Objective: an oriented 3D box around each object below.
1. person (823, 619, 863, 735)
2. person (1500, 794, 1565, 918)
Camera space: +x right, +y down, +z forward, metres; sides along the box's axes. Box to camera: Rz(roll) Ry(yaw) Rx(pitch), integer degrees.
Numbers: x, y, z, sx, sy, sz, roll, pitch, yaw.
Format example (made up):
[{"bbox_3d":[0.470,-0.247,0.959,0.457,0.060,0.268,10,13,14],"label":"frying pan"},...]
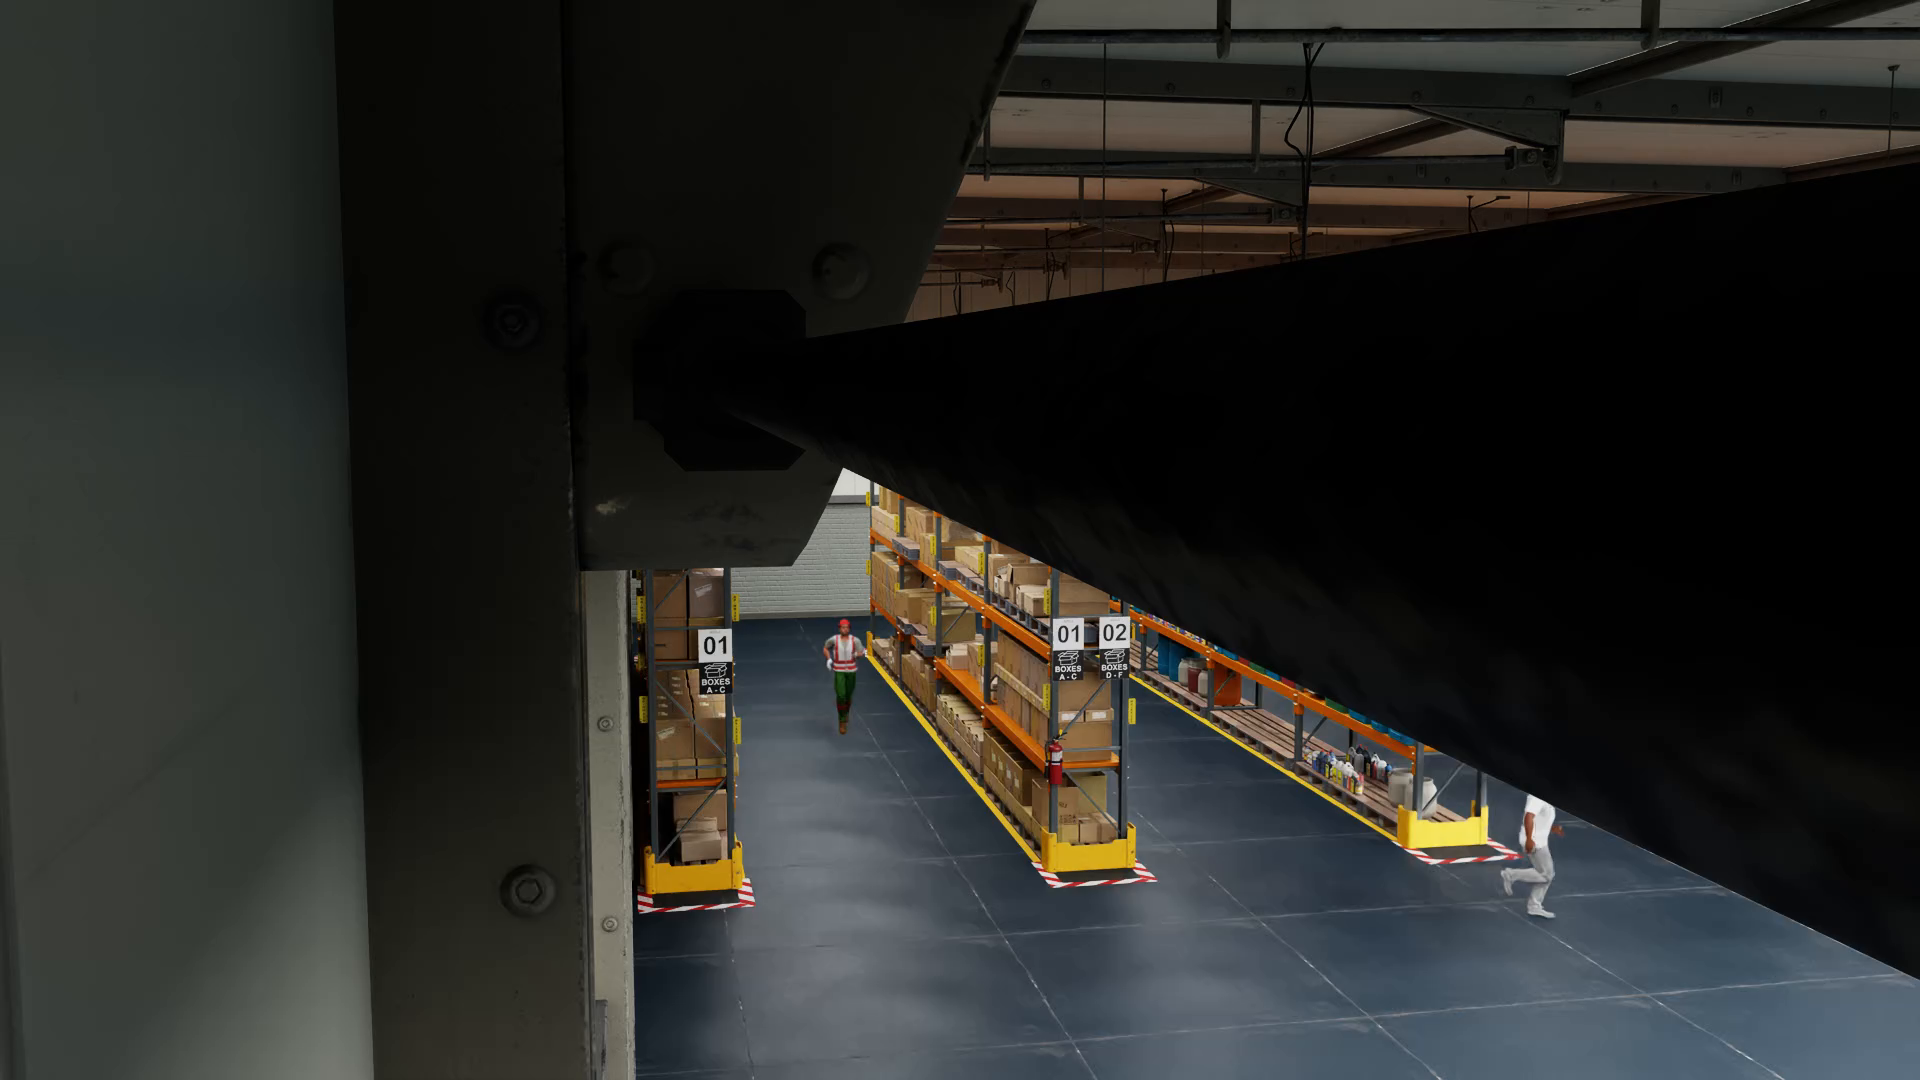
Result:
[{"bbox_3d":[-1.927,2.259,27.856,0.631,1.875,0.707,-2,6,-15],"label":"person"},{"bbox_3d":[6.619,3.496,19.200,0.698,1.717,0.741,2,6,18],"label":"person"}]
